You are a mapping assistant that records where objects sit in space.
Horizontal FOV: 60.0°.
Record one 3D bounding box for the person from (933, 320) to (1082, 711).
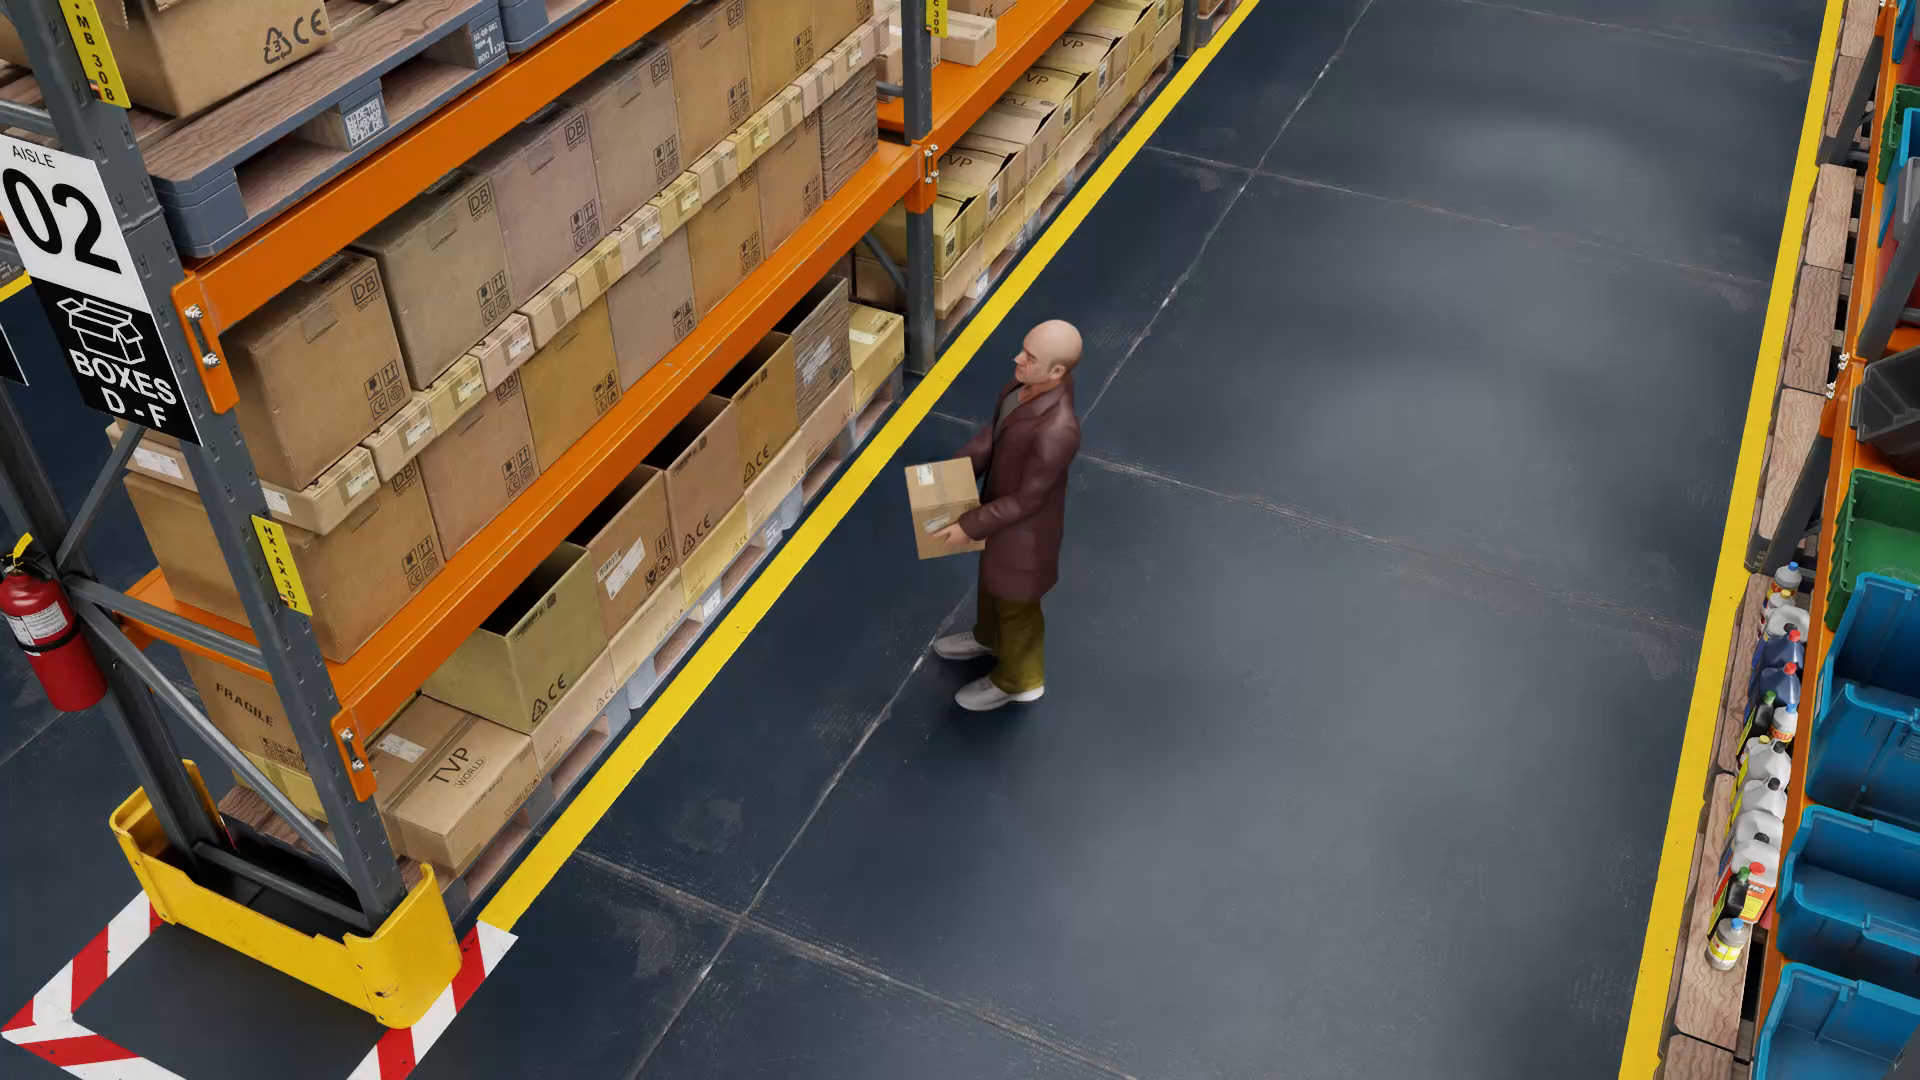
[{"bbox_3d":[0.154,-0.070,6.247,0.539,1.780,0.552,-5,42,-5],"label":"person"}]
